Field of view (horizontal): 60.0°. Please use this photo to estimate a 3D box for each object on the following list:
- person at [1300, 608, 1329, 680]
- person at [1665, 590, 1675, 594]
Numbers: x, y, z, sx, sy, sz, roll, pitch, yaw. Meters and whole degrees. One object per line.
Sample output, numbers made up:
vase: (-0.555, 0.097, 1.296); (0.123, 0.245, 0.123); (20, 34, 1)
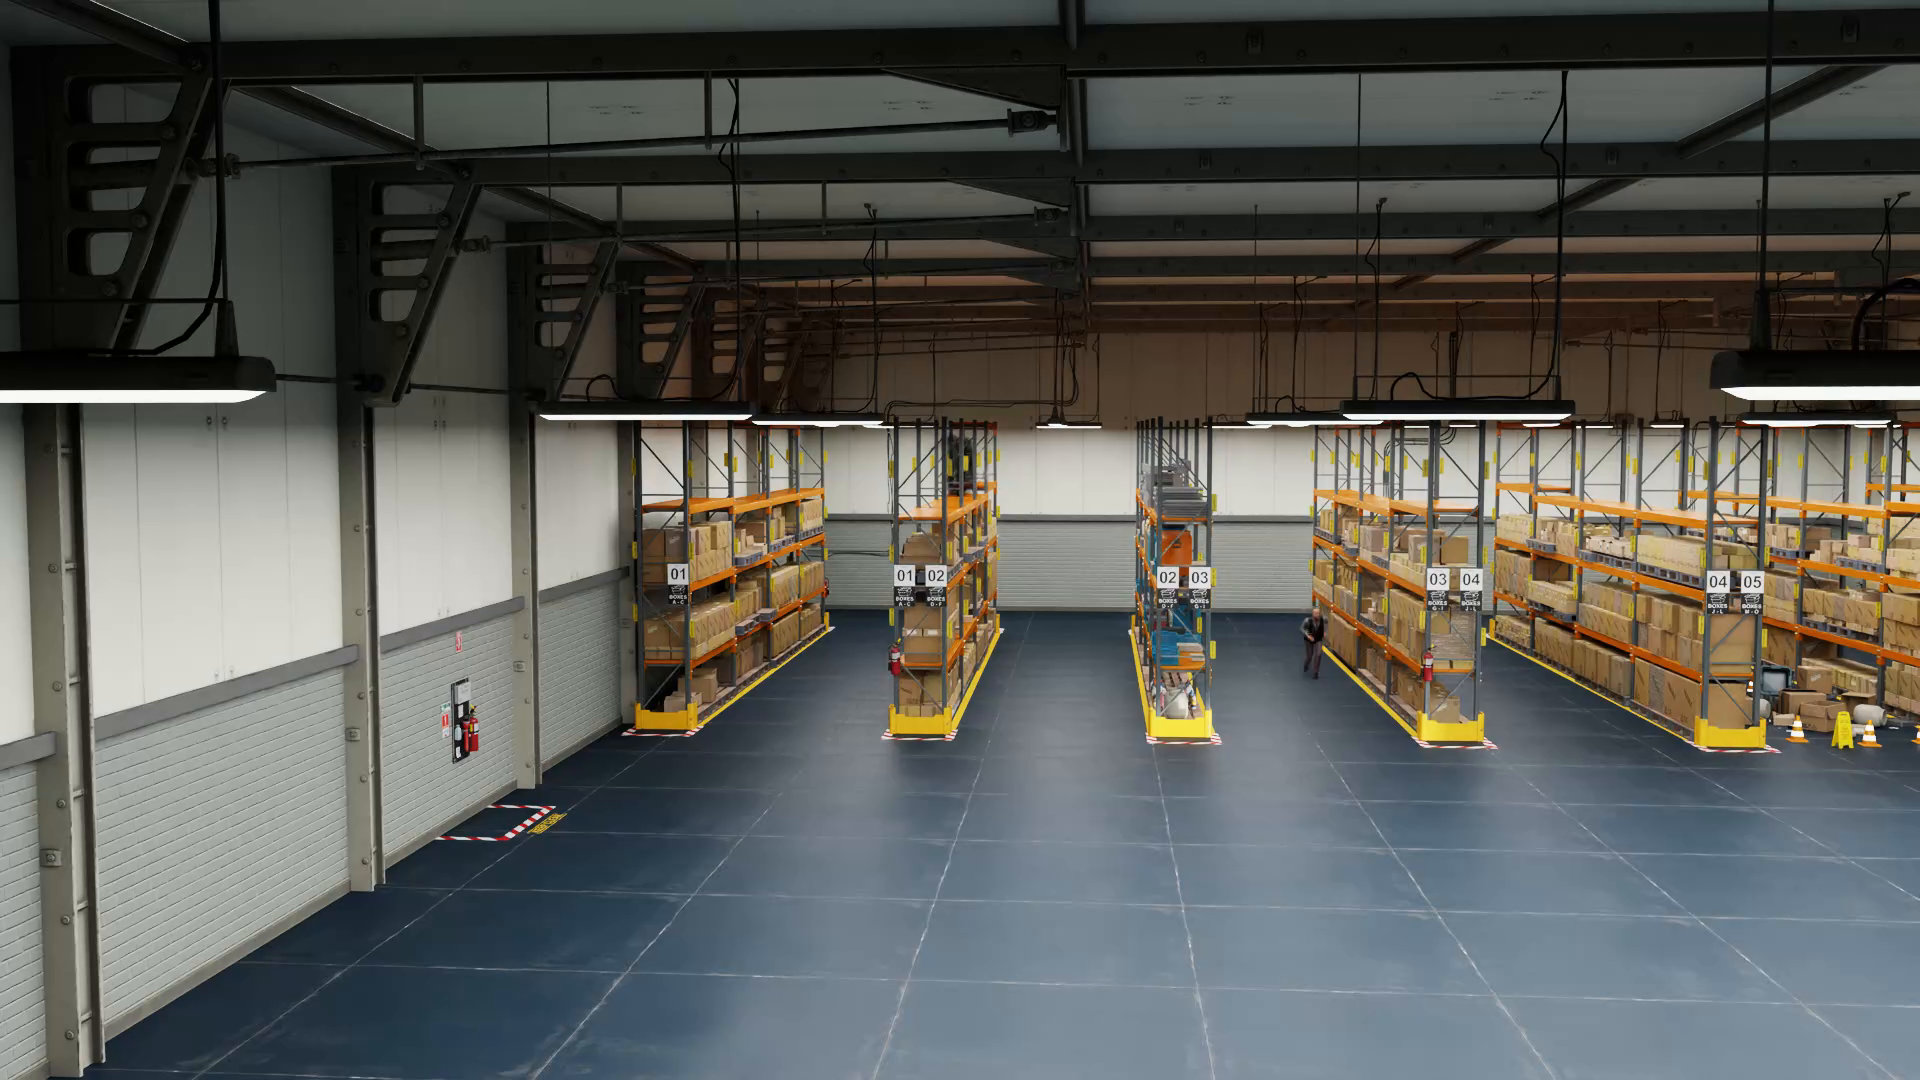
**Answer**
person: (8.214, 2.392, 38.741); (0.695, 1.680, 1.008); (0, 4, -6)
person: (20.781, 1.727, 48.599); (0.756, 1.719, 0.546); (-1, 4, -14)
